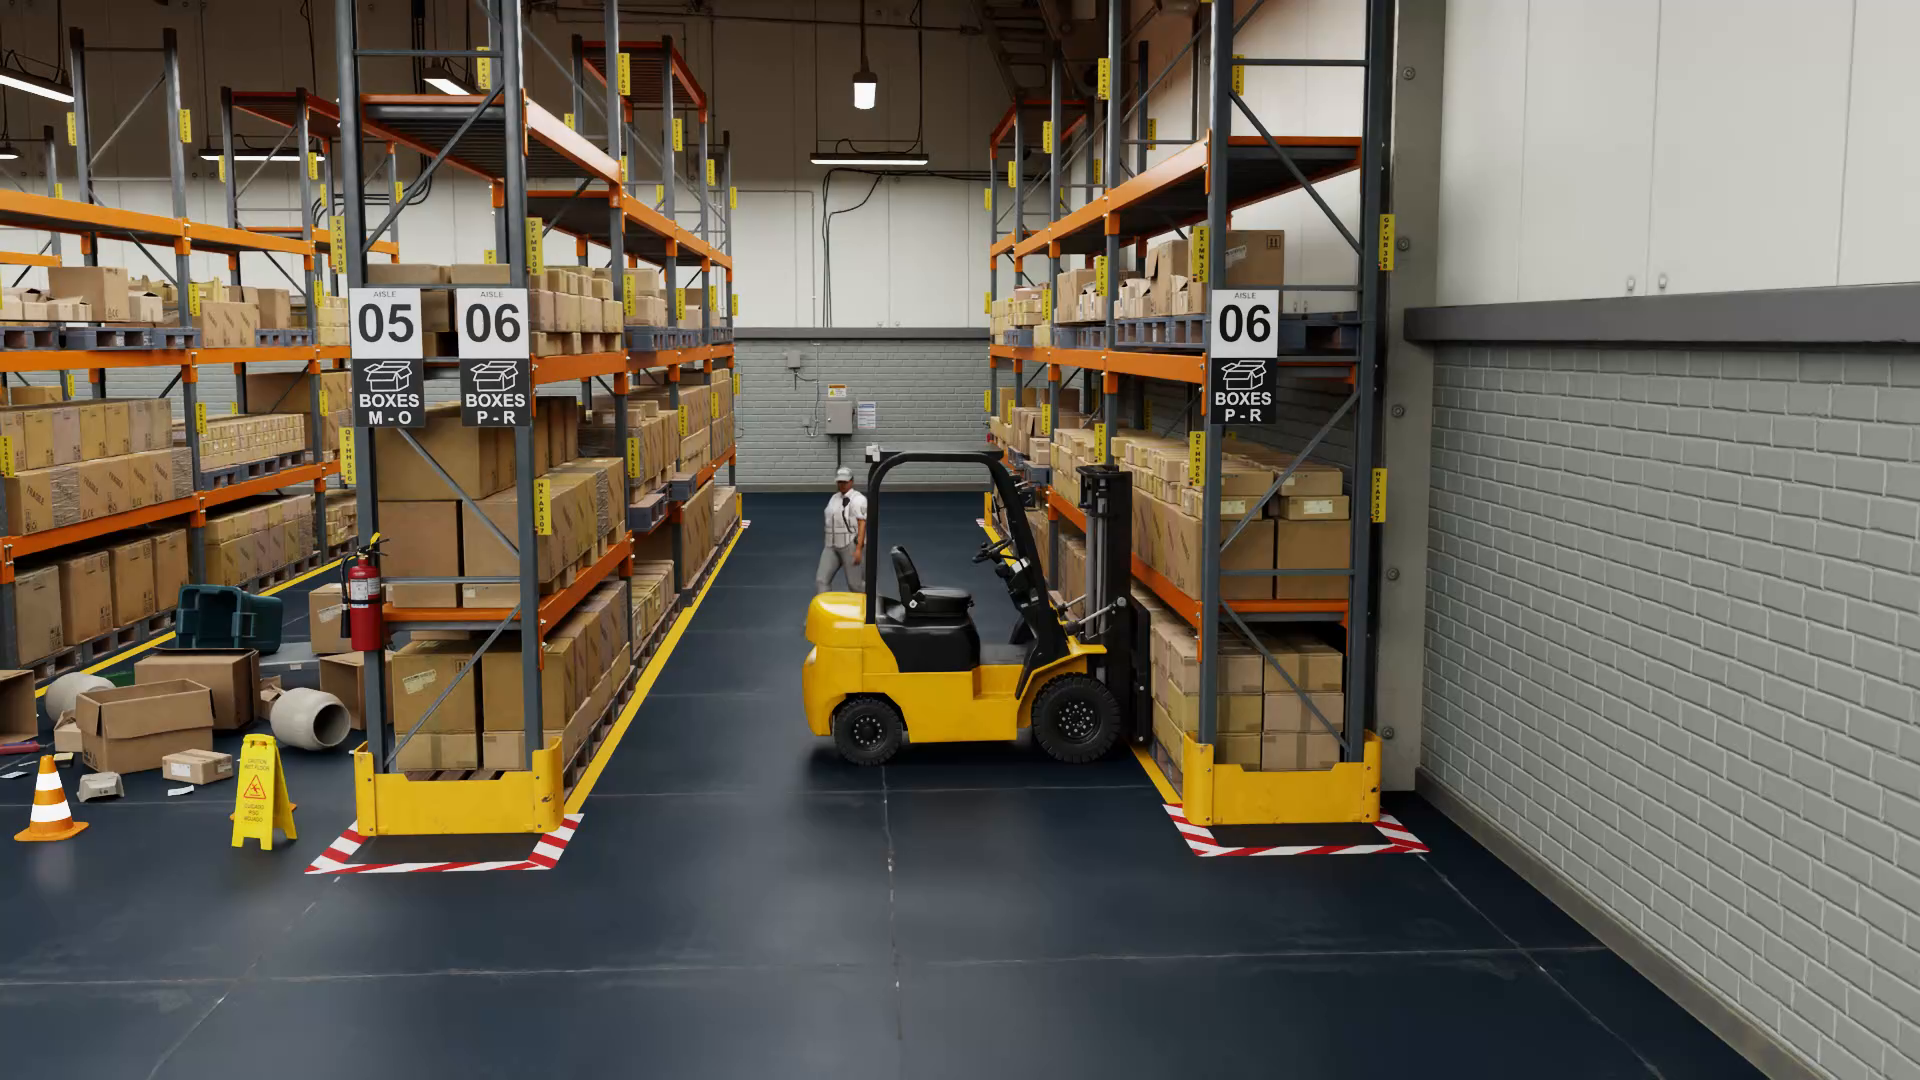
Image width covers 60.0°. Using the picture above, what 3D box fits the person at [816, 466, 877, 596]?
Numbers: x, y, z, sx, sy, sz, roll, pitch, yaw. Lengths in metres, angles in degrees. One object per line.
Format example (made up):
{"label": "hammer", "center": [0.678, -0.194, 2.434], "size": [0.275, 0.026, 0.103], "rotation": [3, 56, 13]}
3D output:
{"label": "person", "center": [-1.209, 0.073, 16.716], "size": [0.499, 1.622, 0.802], "rotation": [4, 8, 32]}
